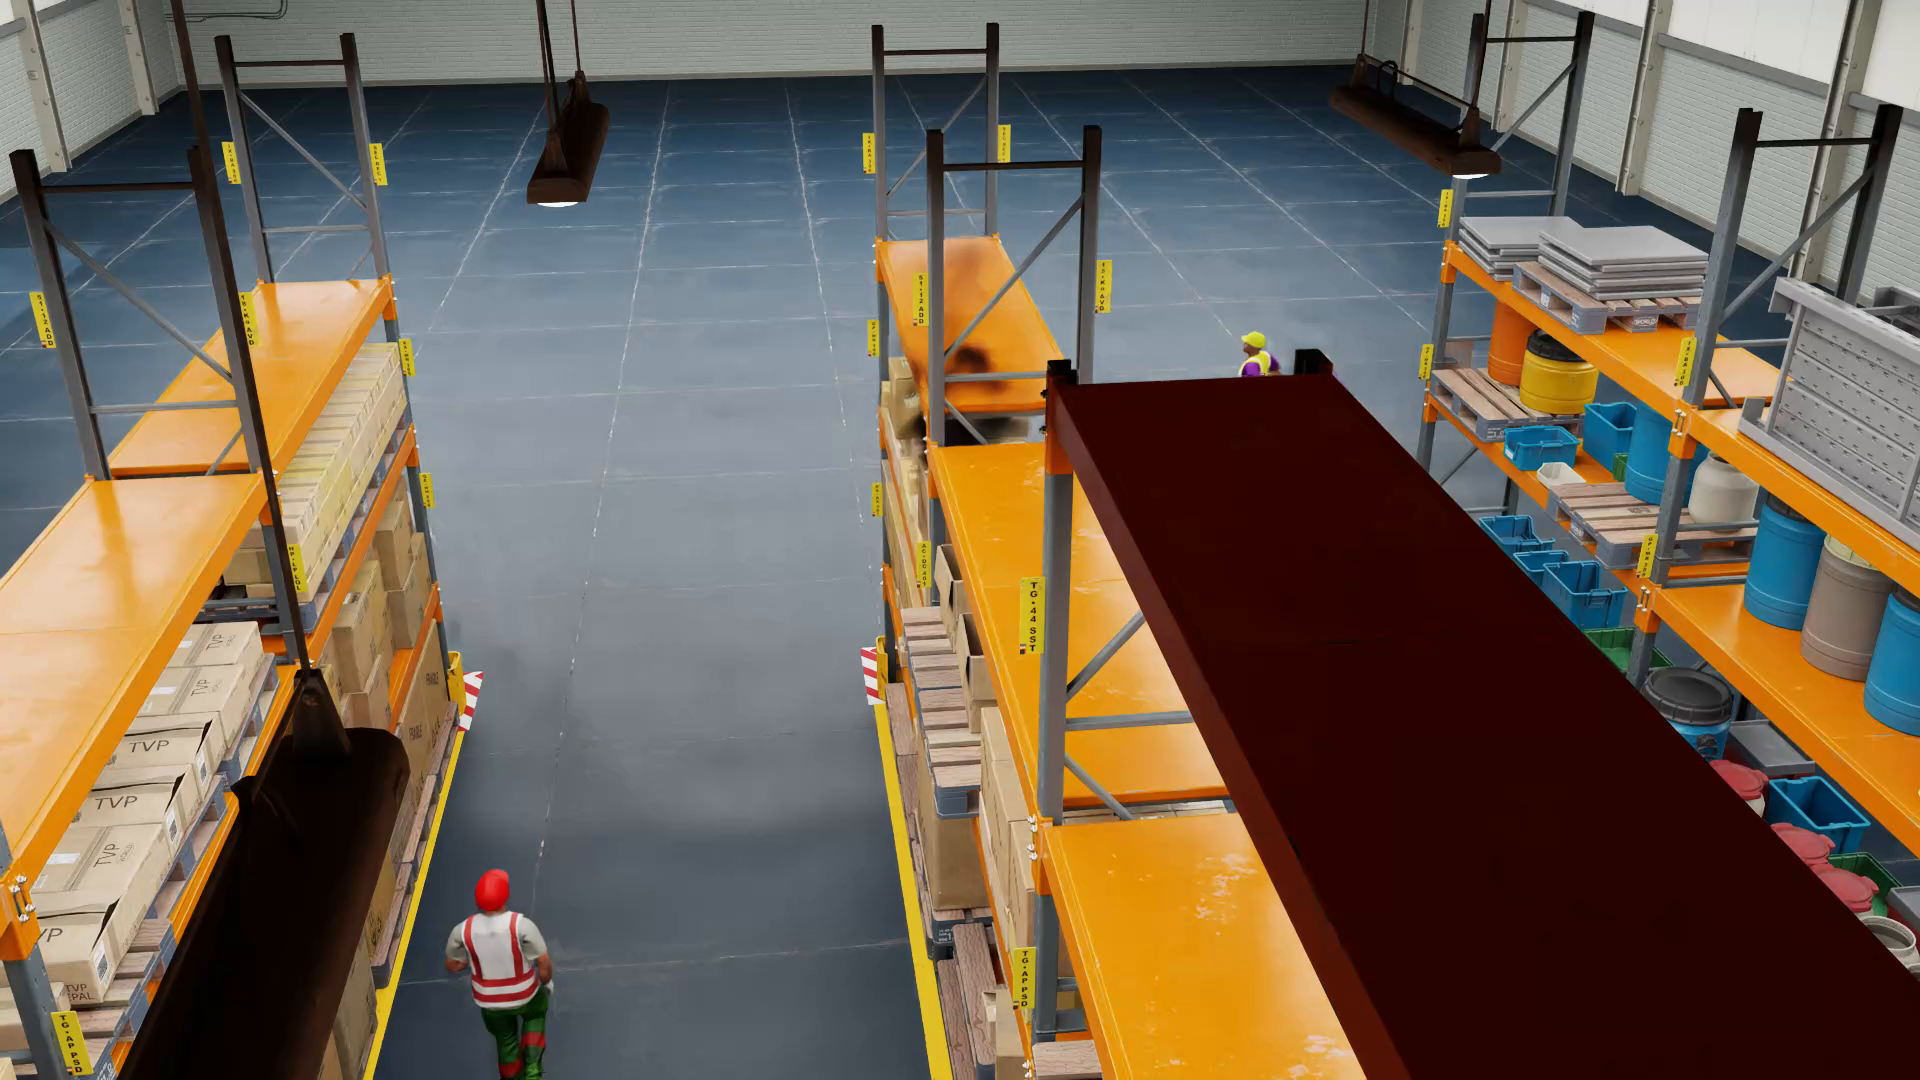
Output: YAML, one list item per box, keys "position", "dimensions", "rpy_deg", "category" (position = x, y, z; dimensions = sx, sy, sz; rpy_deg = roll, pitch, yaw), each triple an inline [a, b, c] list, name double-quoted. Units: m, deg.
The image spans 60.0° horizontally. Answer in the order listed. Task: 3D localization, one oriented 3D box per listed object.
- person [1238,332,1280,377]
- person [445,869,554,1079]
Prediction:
- position: [3.471, -1.656, 19.946]
  dimensions: [0.672, 1.753, 0.697]
  rpy_deg: [8, 27, 15]
  category: "person"
- position: [-2.867, 2.828, 10.507]
  dimensions: [0.668, 1.749, 0.583]
  rpy_deg: [-3, 26, -7]
  category: "person"
